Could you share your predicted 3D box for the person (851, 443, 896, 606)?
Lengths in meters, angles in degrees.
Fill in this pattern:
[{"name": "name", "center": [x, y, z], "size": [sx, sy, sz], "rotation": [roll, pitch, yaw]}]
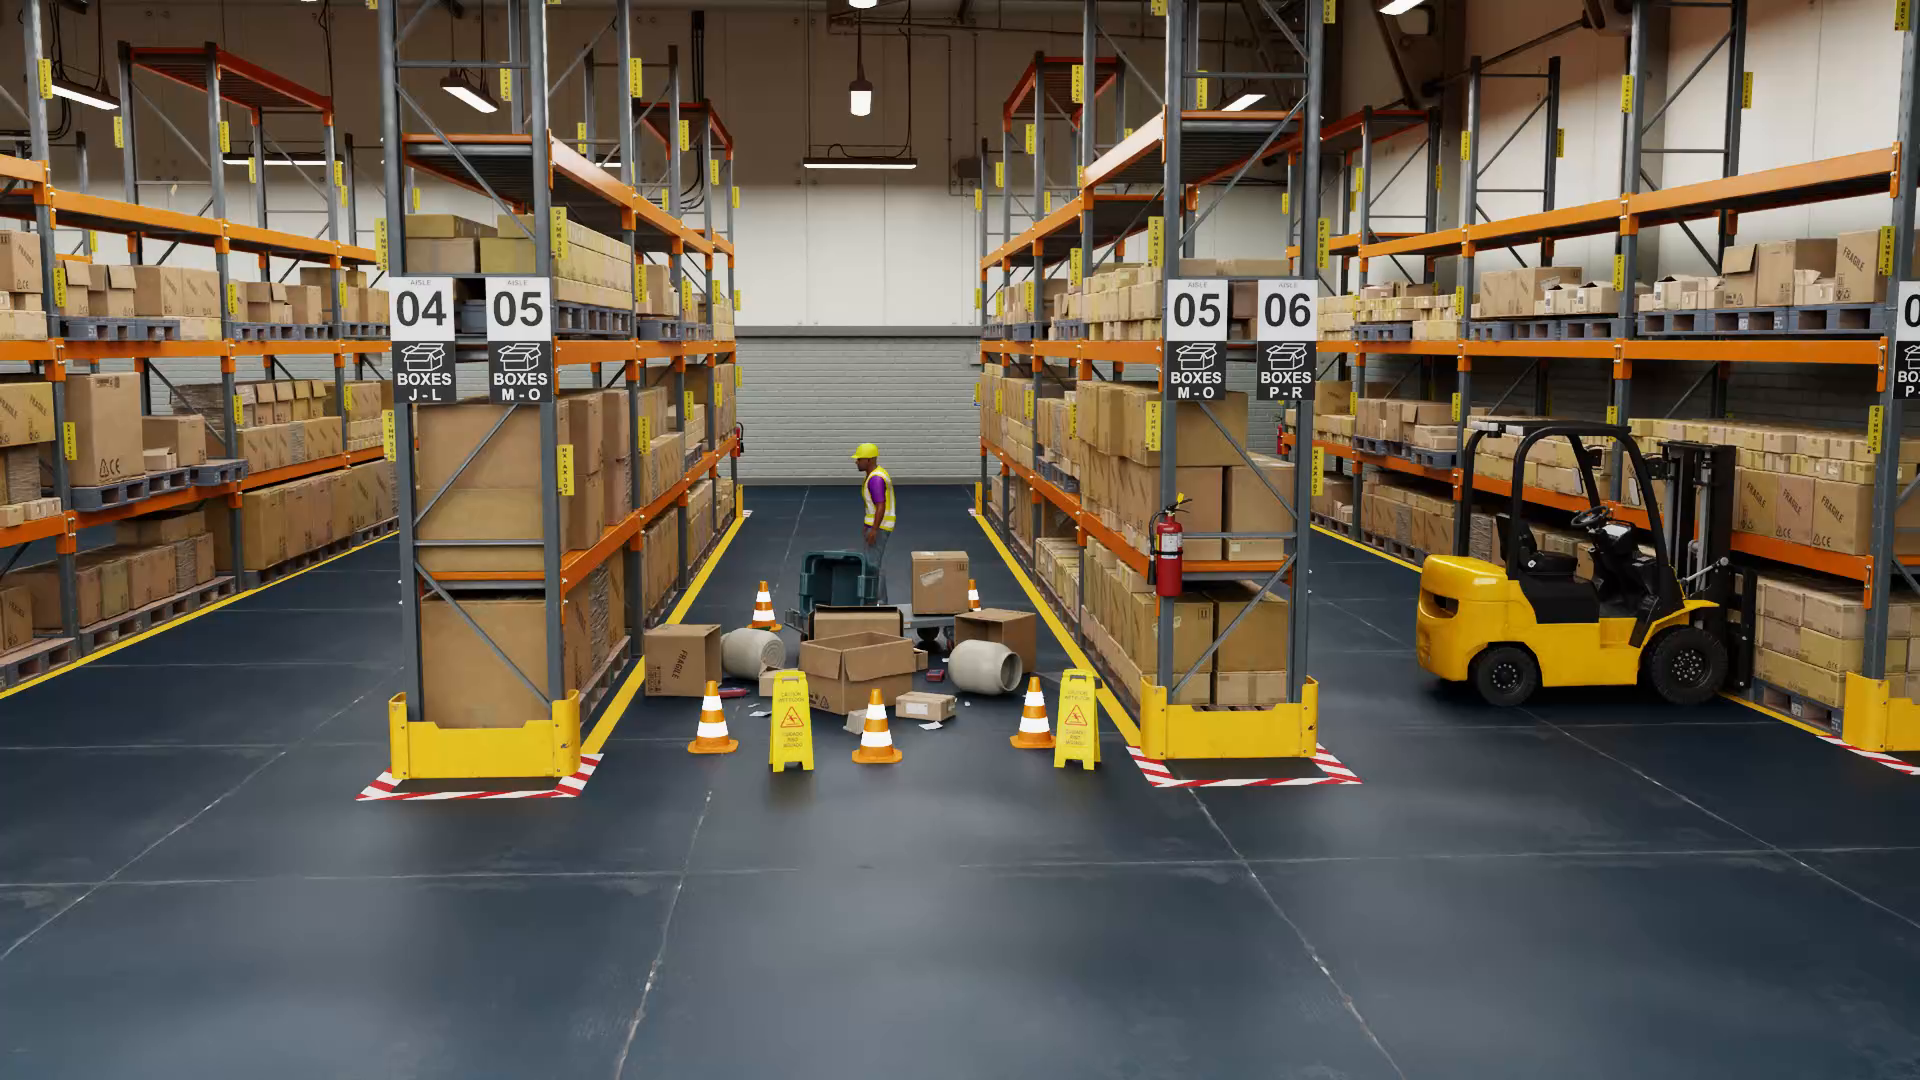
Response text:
[{"name": "person", "center": [-0.897, -0.125, 17.211], "size": [0.454, 1.761, 0.636], "rotation": [-1, 7, -7]}]
